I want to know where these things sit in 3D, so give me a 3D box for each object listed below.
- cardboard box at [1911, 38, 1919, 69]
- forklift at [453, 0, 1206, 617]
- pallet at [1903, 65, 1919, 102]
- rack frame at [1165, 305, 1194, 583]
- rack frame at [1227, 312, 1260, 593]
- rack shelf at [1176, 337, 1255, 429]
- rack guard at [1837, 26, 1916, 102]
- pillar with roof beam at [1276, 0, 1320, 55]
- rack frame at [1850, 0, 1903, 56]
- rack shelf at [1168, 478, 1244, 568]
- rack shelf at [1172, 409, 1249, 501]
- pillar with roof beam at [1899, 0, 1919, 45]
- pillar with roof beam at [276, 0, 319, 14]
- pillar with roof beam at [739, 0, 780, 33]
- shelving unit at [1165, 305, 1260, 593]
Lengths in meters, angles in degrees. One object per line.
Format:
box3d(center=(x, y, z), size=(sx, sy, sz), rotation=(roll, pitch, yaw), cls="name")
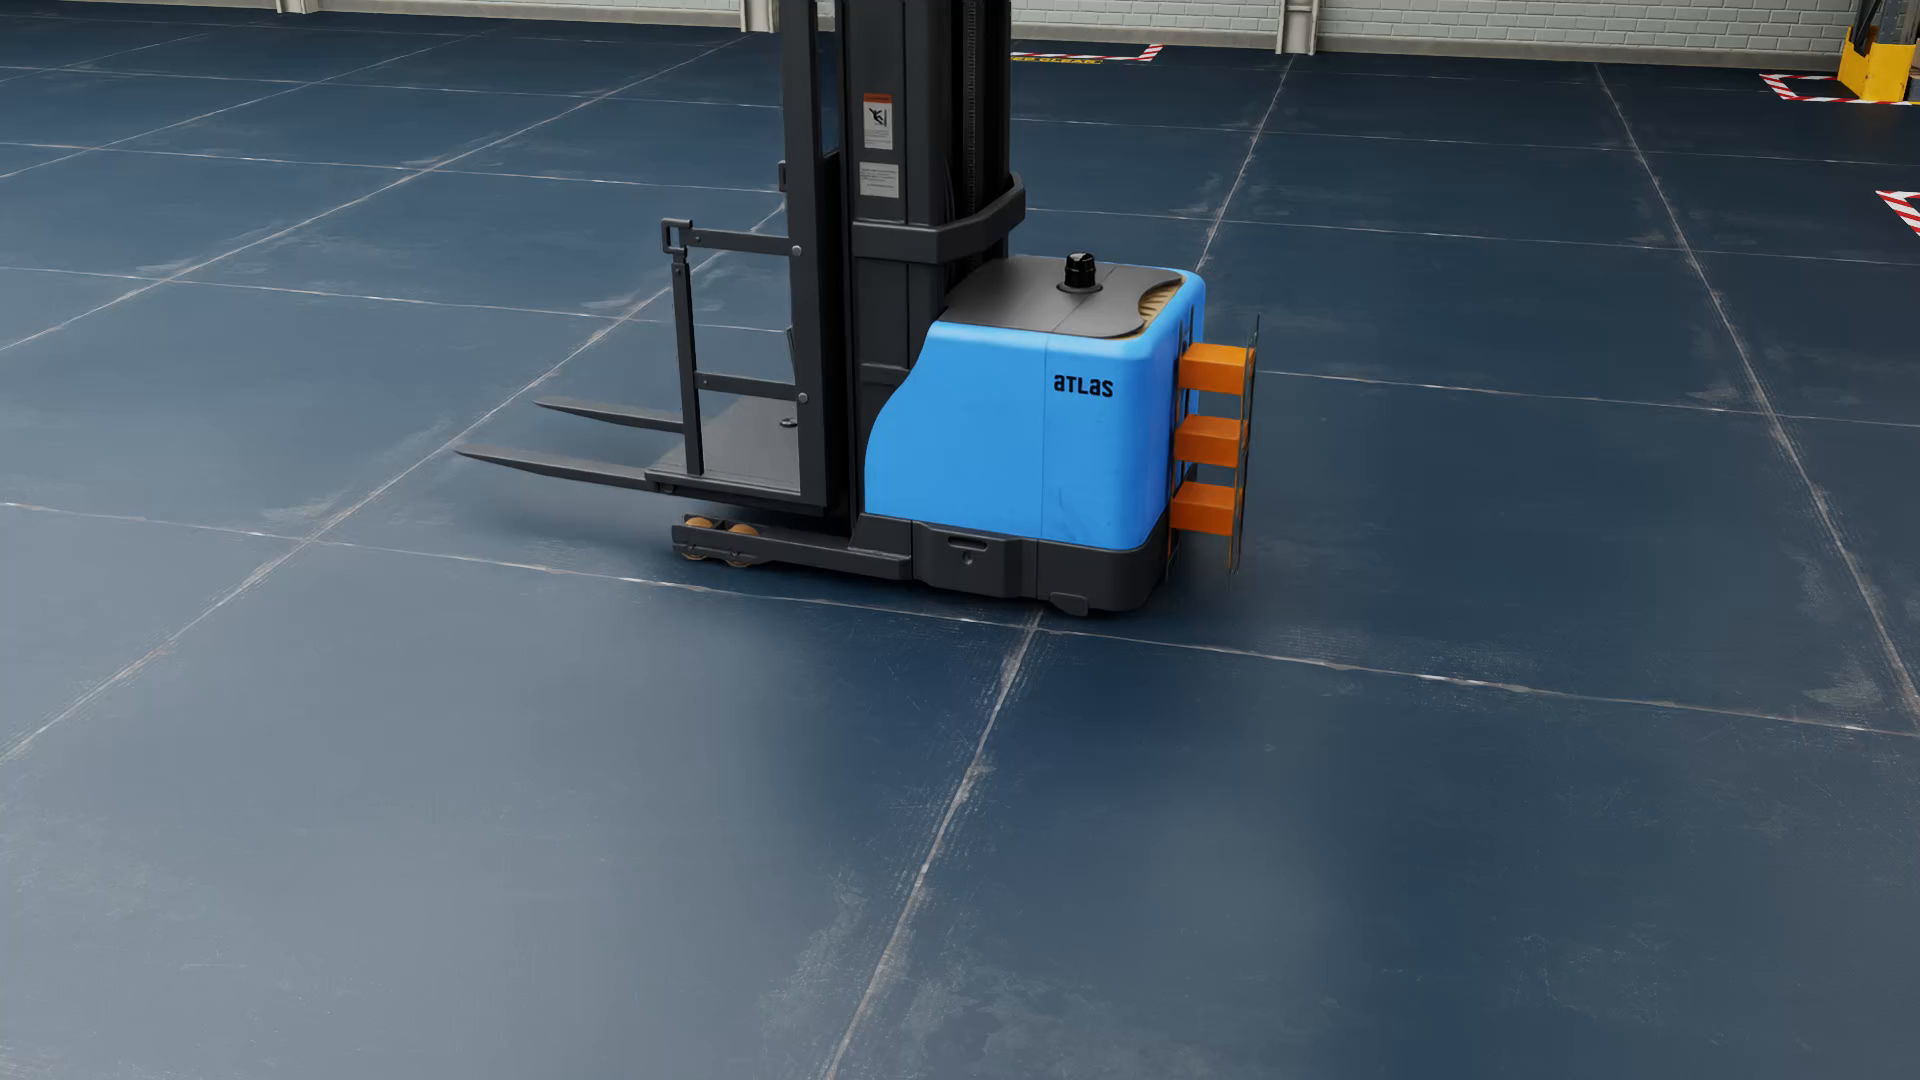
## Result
box3d(center=(9.119, -4.467, 15.258), size=(0.500, 0.311, 0.500), rotation=(3, 26, 7), cls="cardboard box")
box3d(center=(-0.609, -1.417, 6.317), size=(3.031, 2.935, 1.130), rotation=(9, 27, 18), cls="forklift")
box3d(center=(9.323, -4.225, 15.378), size=(1.213, 0.211, 1.003), rotation=(6, 26, 13), cls="pallet")
box3d(center=(0.825, -0.348, 6.260), size=(0.008, 1.050, 0.200), rotation=(9, 27, 18), cls="rack frame")
box3d(center=(1.055, -0.313, 6.186), size=(0.008, 1.050, 0.200), rotation=(9, 27, 18), cls="rack frame")
box3d(center=(0.940, -0.577, 6.106), size=(0.240, 0.259, 0.215), rotation=(9, 27, 18), cls="rack shelf")
box3d(center=(8.545, -4.457, 15.529), size=(0.348, 0.500, 1.175), rotation=(6, 26, 13), cls="rack guard")
box3d(center=(2.482, -7.437, 11.903), size=(0.400, 9.000, 9.100), rotation=(6, 26, 13), cls="pillar with roof beam")
box3d(center=(8.471, -5.593, 15.009), size=(0.127, 3.000, 1.000), rotation=(6, 26, 13), cls="rack frame")
box3d(center=(0.940, -0.070, 6.347), size=(0.240, 0.259, 0.215), rotation=(9, 27, 18), cls="rack shelf")
box3d(center=(0.940, -0.321, 6.228), size=(0.240, 0.259, 0.215), rotation=(9, 27, 18), cls="rack shelf")
box3d(center=(8.293, -6.795, 10.554), size=(0.400, 9.000, 9.100), rotation=(6, 26, 13), cls="pillar with roof beam")
box3d(center=(-9.140, -8.722, 14.602), size=(0.400, 9.000, 9.100), rotation=(6, 26, 13), cls="pillar with roof beam")
box3d(center=(-3.329, -8.080, 13.253), size=(0.400, 9.000, 9.100), rotation=(6, 26, 13), cls="pillar with roof beam")
box3d(center=(0.940, -0.331, 6.223), size=(0.252, 1.050, 0.215), rotation=(9, 27, 18), cls="shelving unit")
